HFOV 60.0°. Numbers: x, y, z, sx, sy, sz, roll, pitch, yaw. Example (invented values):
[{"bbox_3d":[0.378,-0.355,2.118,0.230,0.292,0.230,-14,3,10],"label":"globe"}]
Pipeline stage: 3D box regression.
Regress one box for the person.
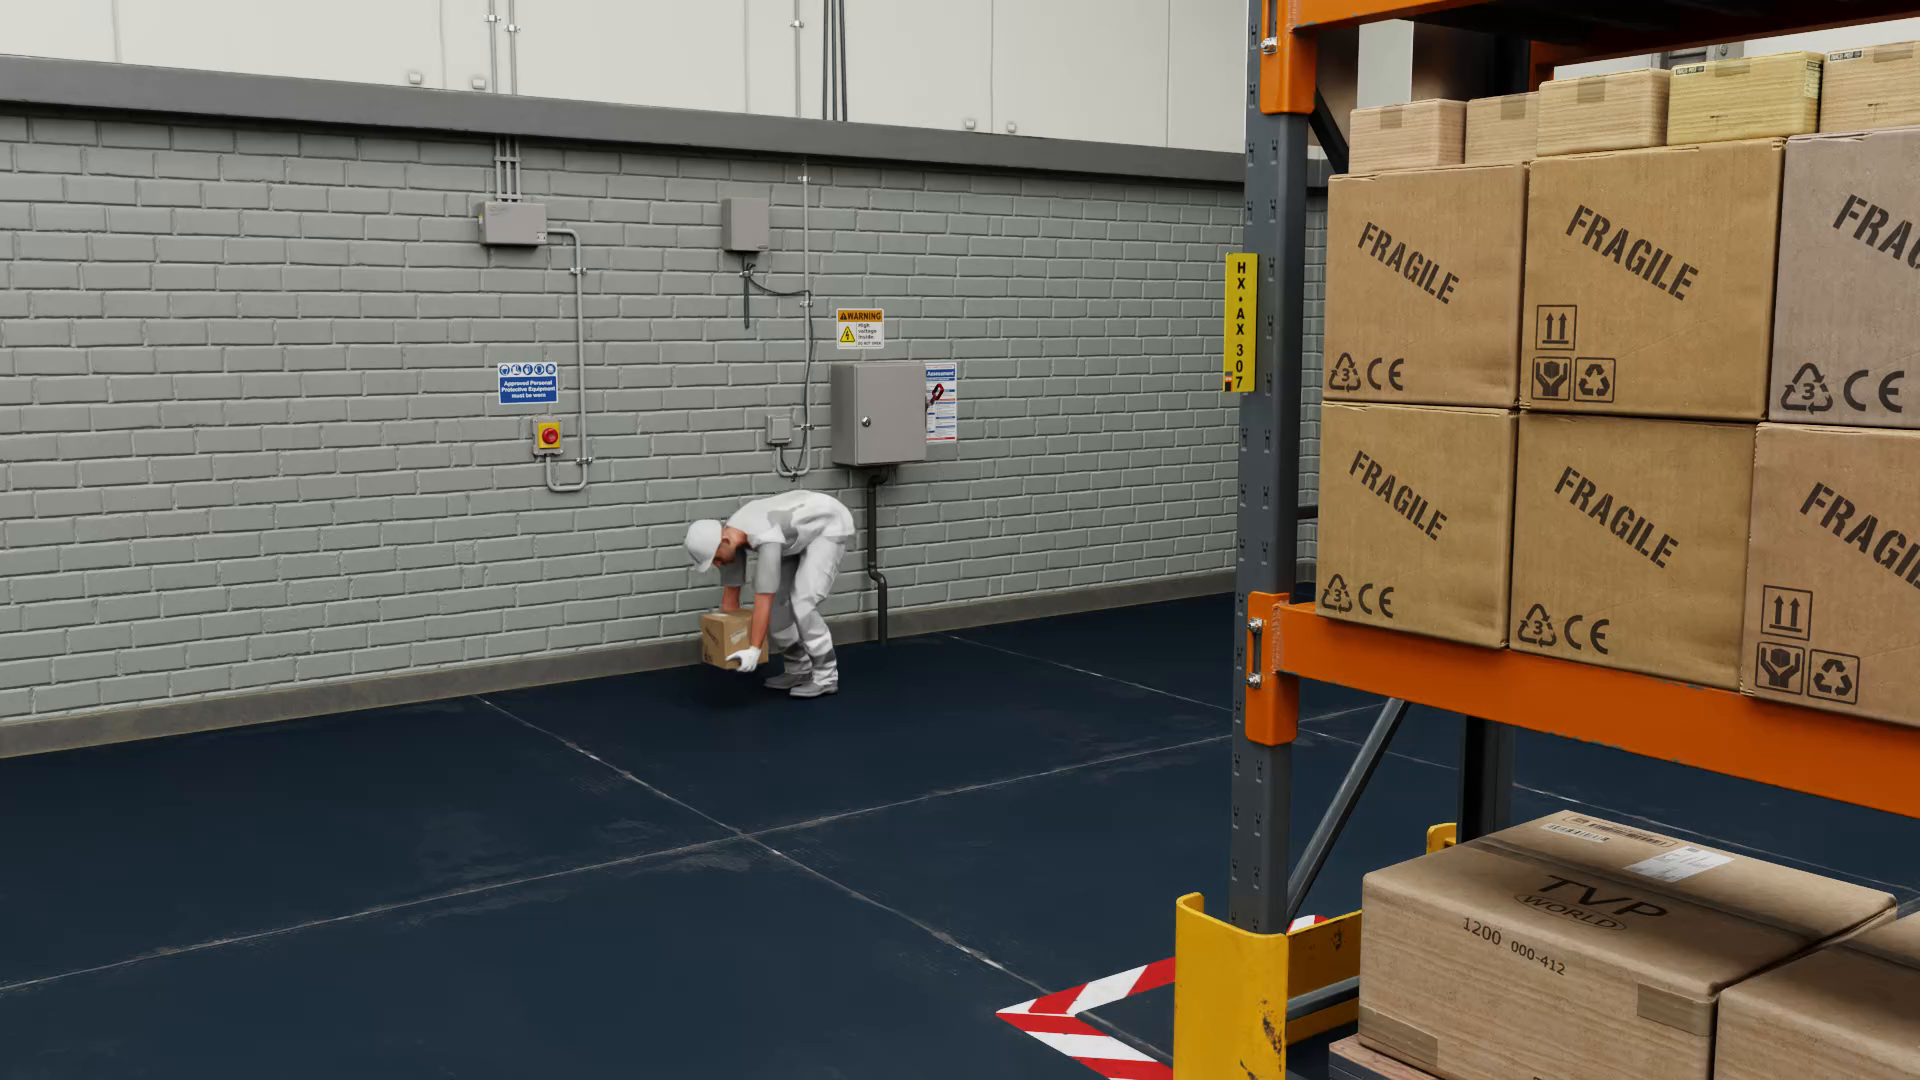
[{"bbox_3d":[-1.000,0.293,8.694,0.963,1.072,0.514,-6,10,-38],"label":"person"}]
